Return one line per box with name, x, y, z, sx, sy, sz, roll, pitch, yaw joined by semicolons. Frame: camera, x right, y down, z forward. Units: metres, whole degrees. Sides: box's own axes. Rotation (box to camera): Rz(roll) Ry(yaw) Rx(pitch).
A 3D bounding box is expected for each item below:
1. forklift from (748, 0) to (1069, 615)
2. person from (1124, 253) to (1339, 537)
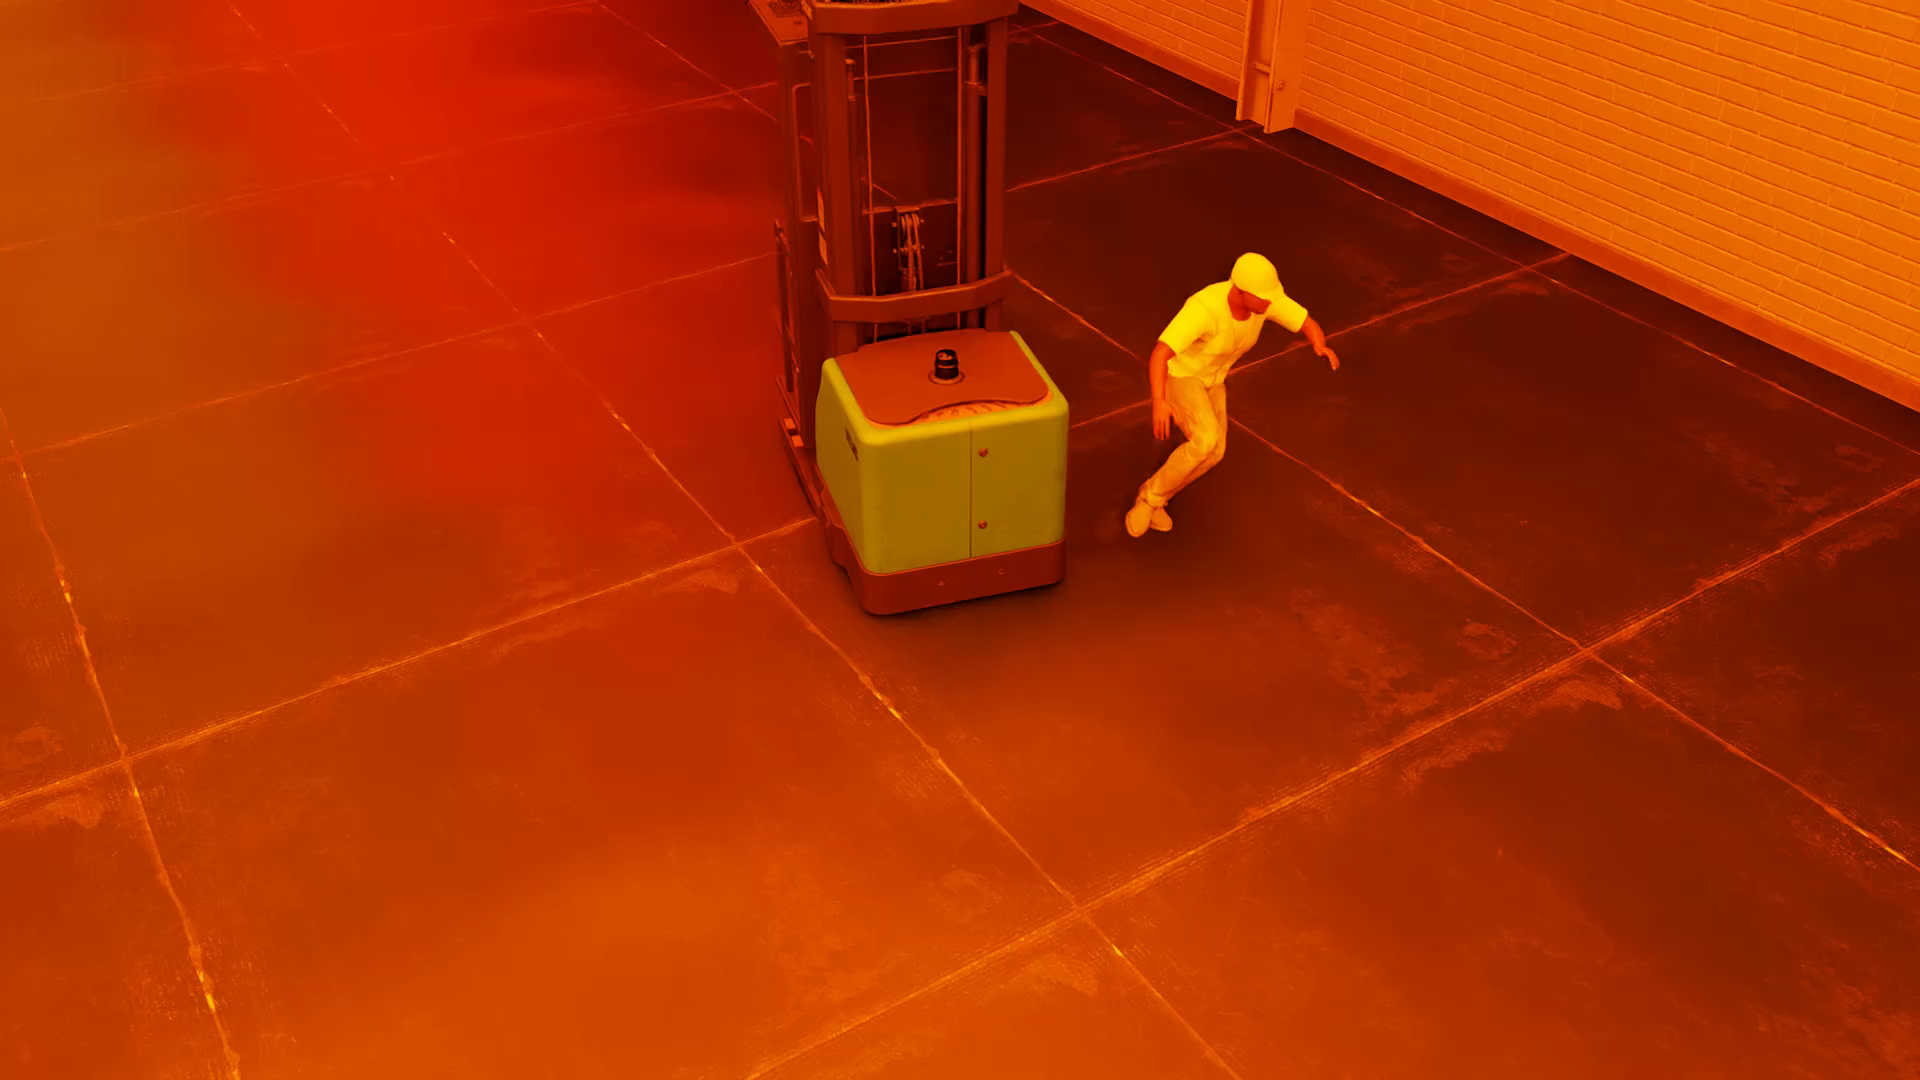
forklift;-0.397;-1.681;8.540;1.130;2.935;3.031;-10;36;-14
person;1.327;-0.715;8.412;1.089;1.519;0.928;-28;44;-34
